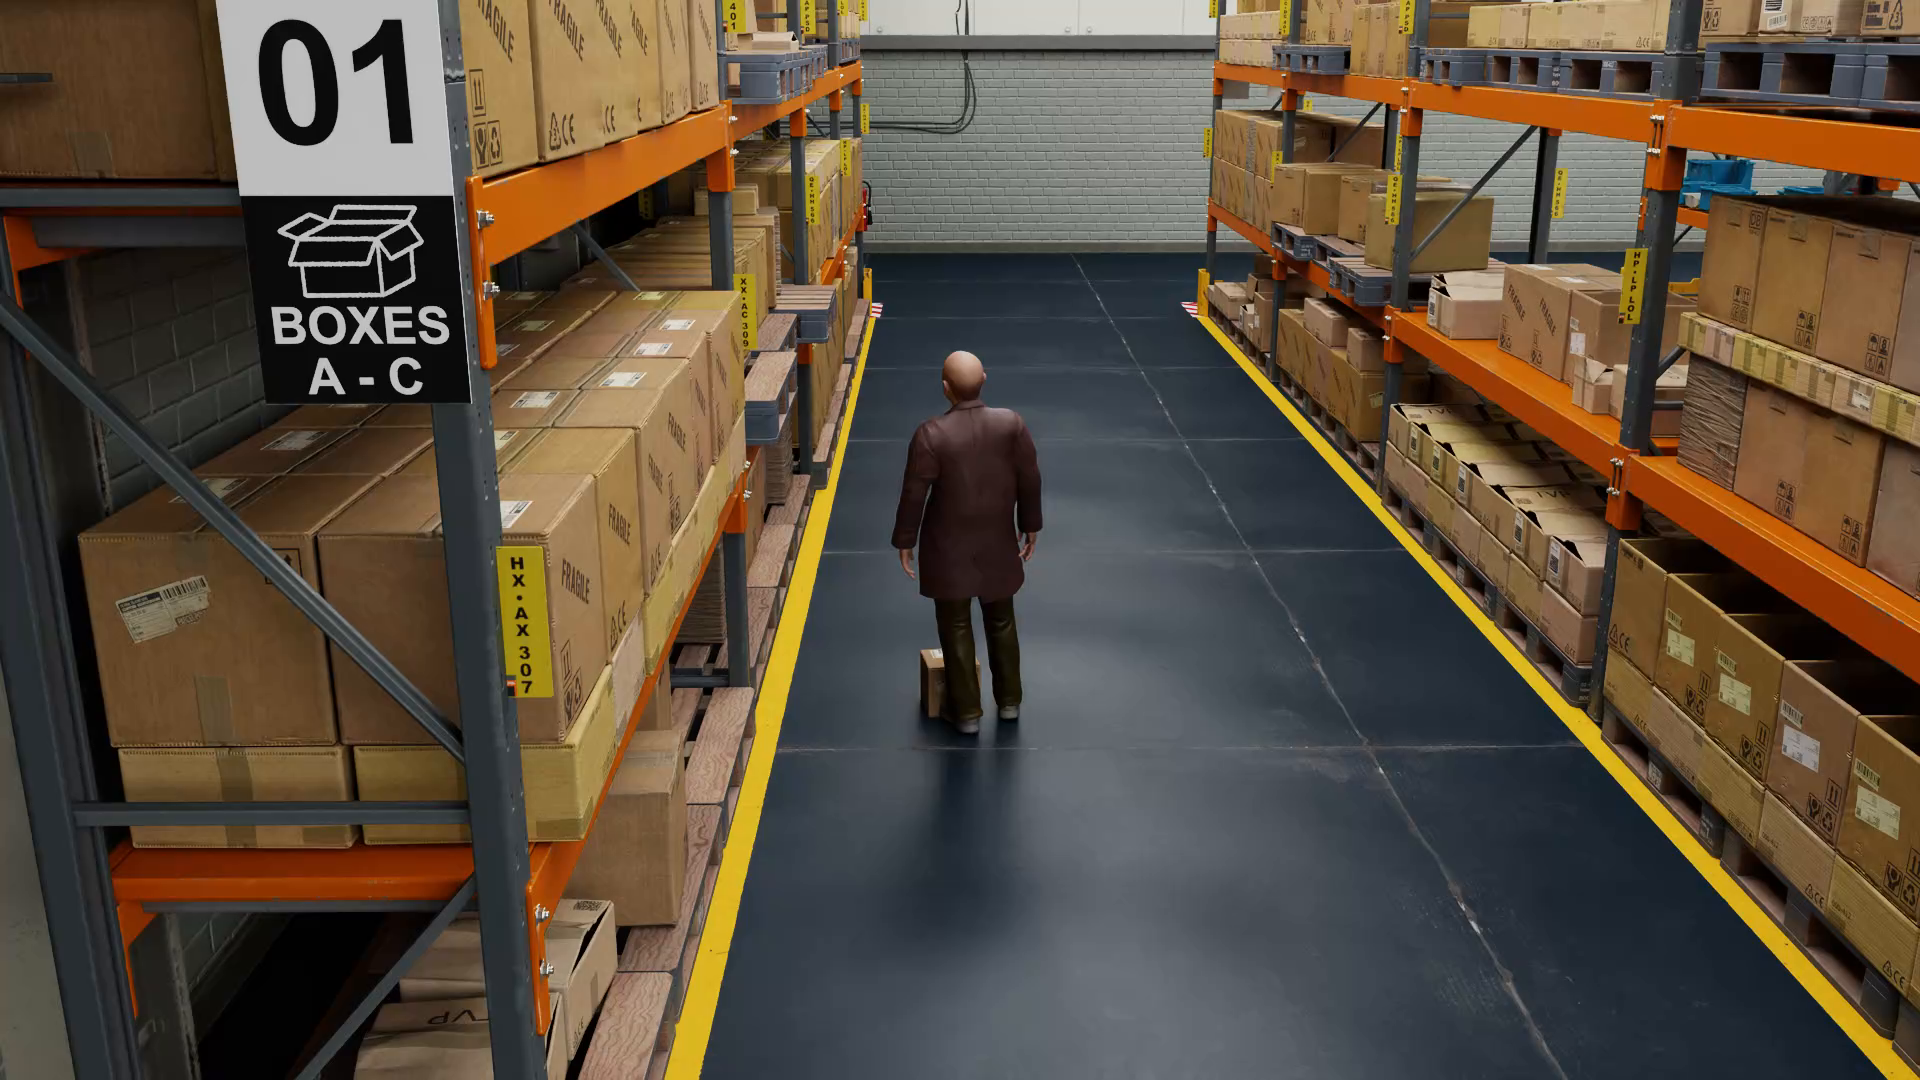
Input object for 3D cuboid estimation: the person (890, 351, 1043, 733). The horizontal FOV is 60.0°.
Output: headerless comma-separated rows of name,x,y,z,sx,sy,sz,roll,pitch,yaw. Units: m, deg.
person,0.017,-0.008,7.563,0.698,1.780,0.578,-4,17,-12
